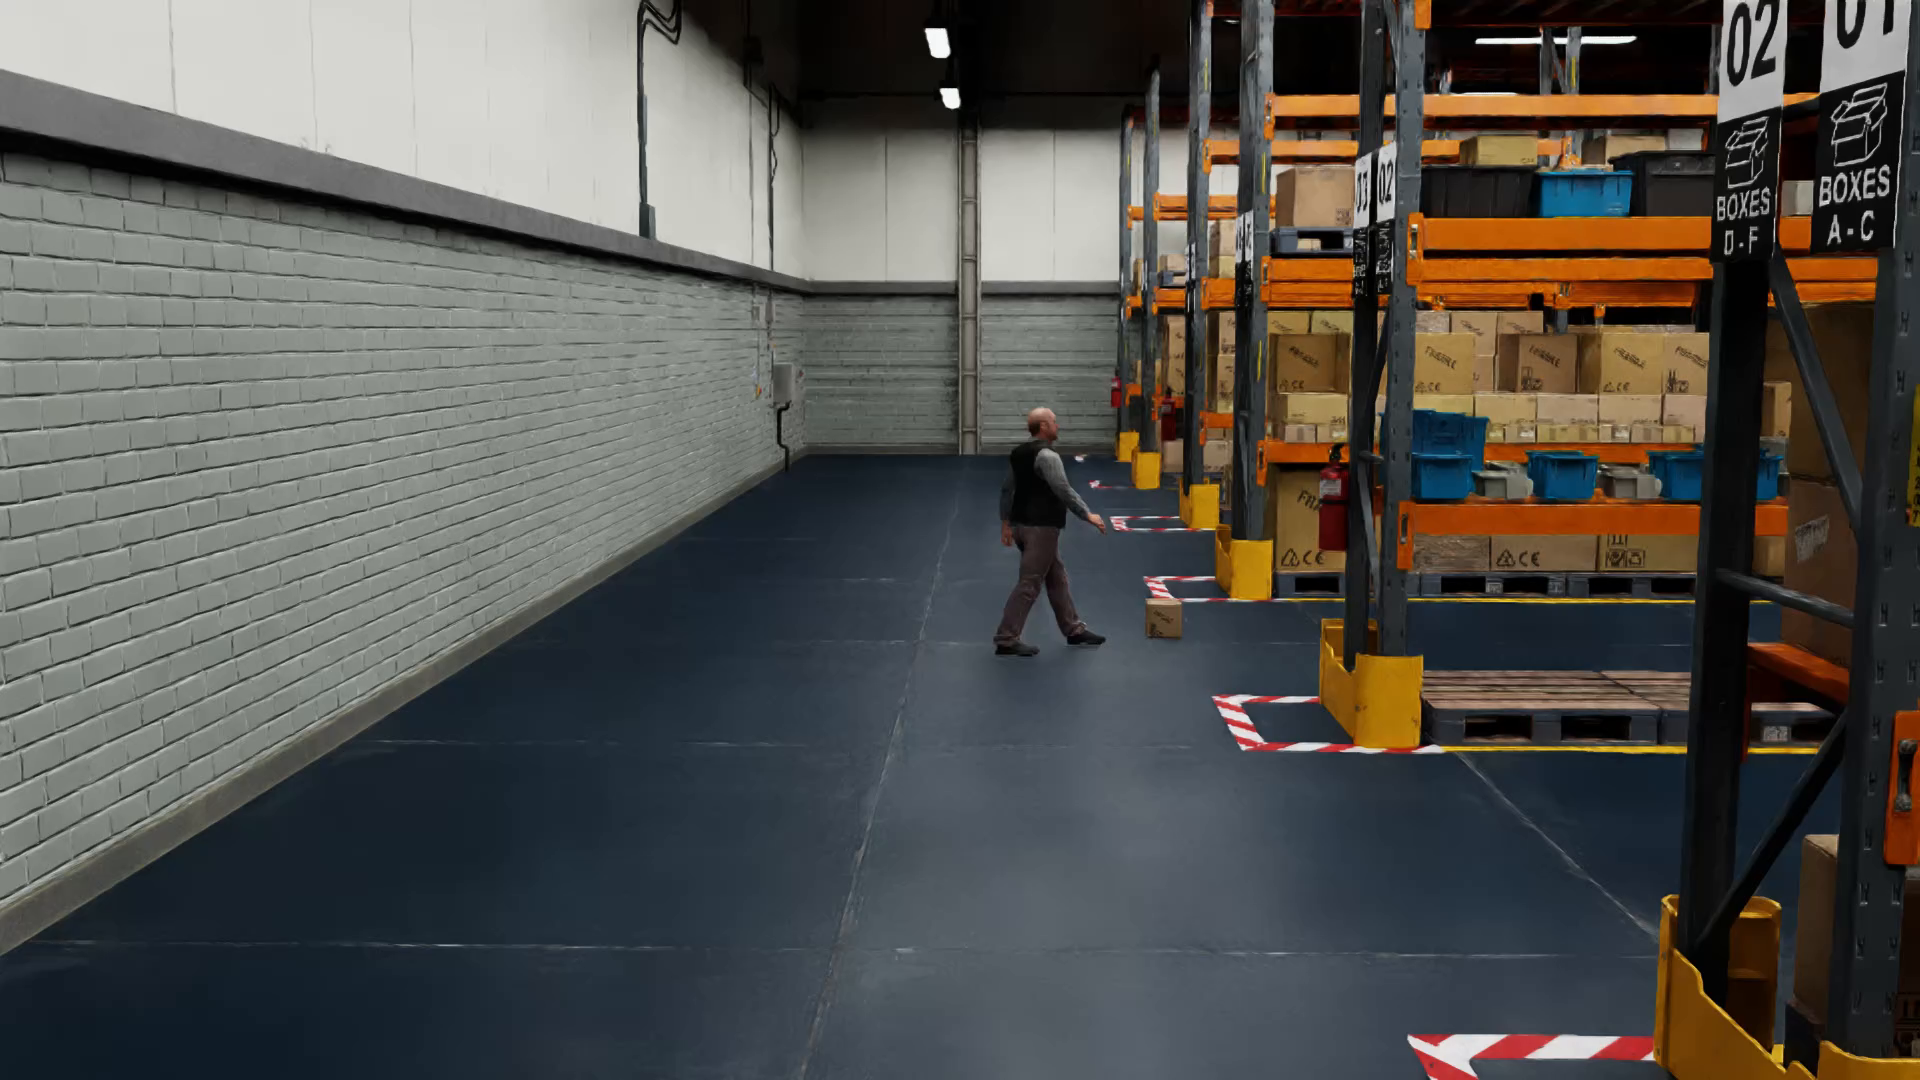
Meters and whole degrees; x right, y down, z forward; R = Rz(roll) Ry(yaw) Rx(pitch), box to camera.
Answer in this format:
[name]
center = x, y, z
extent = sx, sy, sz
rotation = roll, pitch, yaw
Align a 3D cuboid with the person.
[person]
center = 0.604, -0.074, 11.489
extent = 0.958, 1.684, 0.713
rotation = -3, 8, -24
